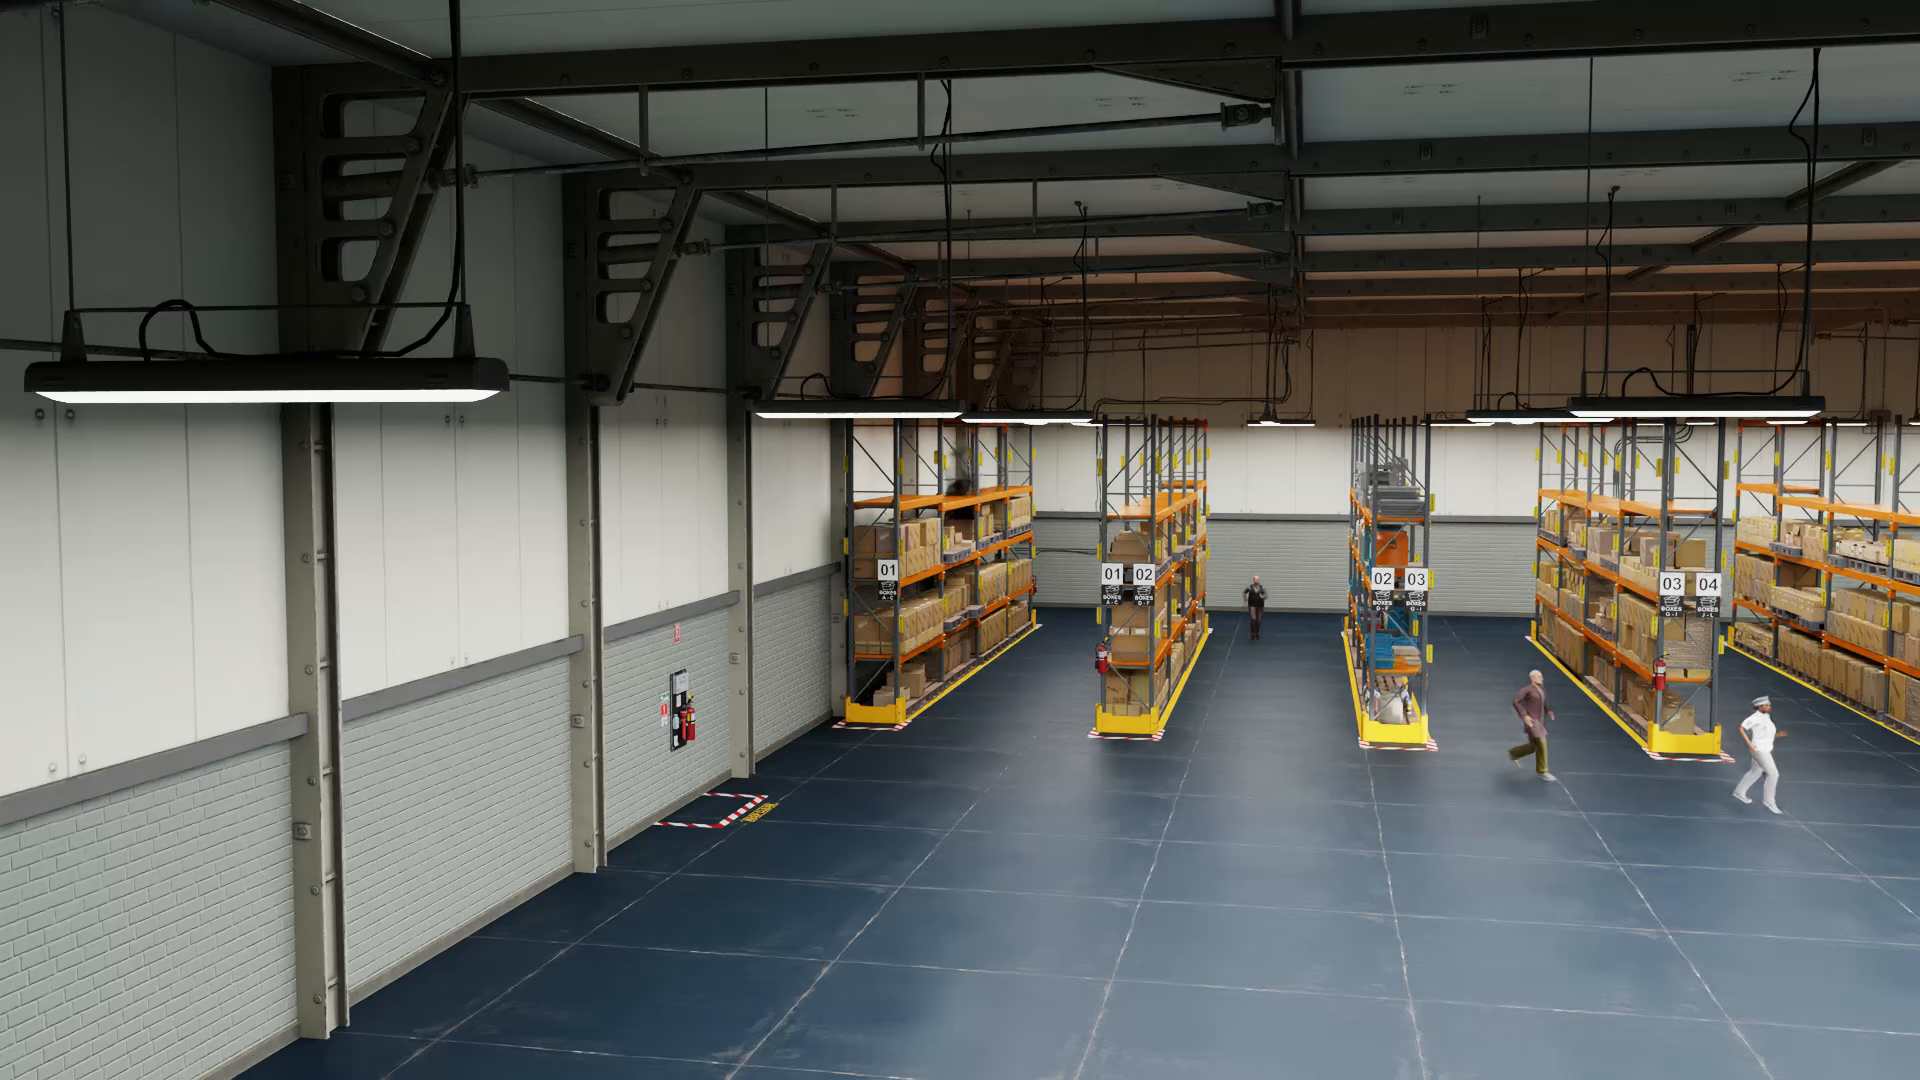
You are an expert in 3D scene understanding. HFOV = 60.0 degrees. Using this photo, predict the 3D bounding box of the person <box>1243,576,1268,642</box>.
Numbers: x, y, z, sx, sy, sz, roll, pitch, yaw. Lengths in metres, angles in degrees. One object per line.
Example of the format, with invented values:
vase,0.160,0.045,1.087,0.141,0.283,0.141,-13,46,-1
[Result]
person,8.022,1.854,45.089,0.636,1.773,0.805,0,4,-2

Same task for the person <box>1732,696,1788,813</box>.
person,12.055,3.209,25.046,0.755,1.758,0.546,3,5,38

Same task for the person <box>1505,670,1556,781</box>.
person,9.416,3.025,27.409,0.722,1.782,0.947,-4,5,-44
